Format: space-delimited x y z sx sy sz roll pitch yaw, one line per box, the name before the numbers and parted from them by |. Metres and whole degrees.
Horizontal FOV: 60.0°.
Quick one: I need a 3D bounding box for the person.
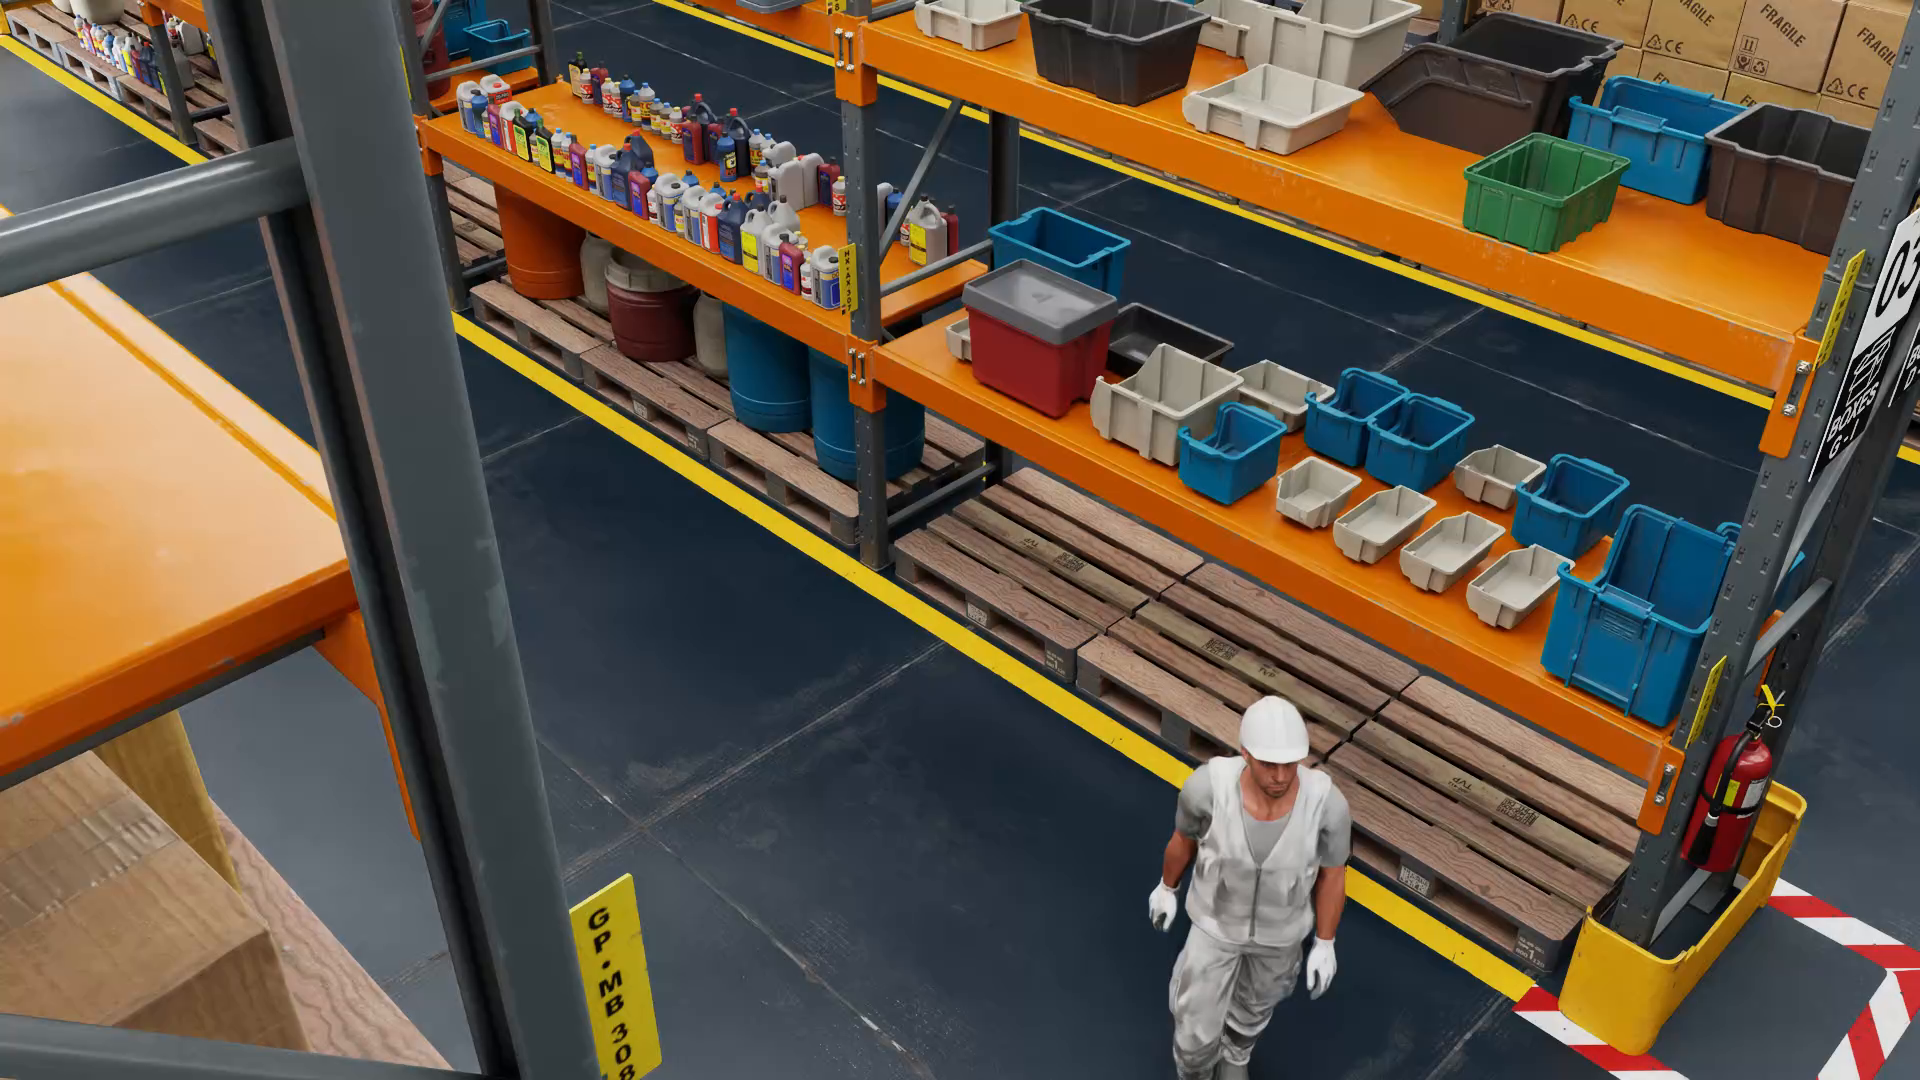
person | 0.908 1.257 5.330 0.592 1.834 0.511 3 35 4
